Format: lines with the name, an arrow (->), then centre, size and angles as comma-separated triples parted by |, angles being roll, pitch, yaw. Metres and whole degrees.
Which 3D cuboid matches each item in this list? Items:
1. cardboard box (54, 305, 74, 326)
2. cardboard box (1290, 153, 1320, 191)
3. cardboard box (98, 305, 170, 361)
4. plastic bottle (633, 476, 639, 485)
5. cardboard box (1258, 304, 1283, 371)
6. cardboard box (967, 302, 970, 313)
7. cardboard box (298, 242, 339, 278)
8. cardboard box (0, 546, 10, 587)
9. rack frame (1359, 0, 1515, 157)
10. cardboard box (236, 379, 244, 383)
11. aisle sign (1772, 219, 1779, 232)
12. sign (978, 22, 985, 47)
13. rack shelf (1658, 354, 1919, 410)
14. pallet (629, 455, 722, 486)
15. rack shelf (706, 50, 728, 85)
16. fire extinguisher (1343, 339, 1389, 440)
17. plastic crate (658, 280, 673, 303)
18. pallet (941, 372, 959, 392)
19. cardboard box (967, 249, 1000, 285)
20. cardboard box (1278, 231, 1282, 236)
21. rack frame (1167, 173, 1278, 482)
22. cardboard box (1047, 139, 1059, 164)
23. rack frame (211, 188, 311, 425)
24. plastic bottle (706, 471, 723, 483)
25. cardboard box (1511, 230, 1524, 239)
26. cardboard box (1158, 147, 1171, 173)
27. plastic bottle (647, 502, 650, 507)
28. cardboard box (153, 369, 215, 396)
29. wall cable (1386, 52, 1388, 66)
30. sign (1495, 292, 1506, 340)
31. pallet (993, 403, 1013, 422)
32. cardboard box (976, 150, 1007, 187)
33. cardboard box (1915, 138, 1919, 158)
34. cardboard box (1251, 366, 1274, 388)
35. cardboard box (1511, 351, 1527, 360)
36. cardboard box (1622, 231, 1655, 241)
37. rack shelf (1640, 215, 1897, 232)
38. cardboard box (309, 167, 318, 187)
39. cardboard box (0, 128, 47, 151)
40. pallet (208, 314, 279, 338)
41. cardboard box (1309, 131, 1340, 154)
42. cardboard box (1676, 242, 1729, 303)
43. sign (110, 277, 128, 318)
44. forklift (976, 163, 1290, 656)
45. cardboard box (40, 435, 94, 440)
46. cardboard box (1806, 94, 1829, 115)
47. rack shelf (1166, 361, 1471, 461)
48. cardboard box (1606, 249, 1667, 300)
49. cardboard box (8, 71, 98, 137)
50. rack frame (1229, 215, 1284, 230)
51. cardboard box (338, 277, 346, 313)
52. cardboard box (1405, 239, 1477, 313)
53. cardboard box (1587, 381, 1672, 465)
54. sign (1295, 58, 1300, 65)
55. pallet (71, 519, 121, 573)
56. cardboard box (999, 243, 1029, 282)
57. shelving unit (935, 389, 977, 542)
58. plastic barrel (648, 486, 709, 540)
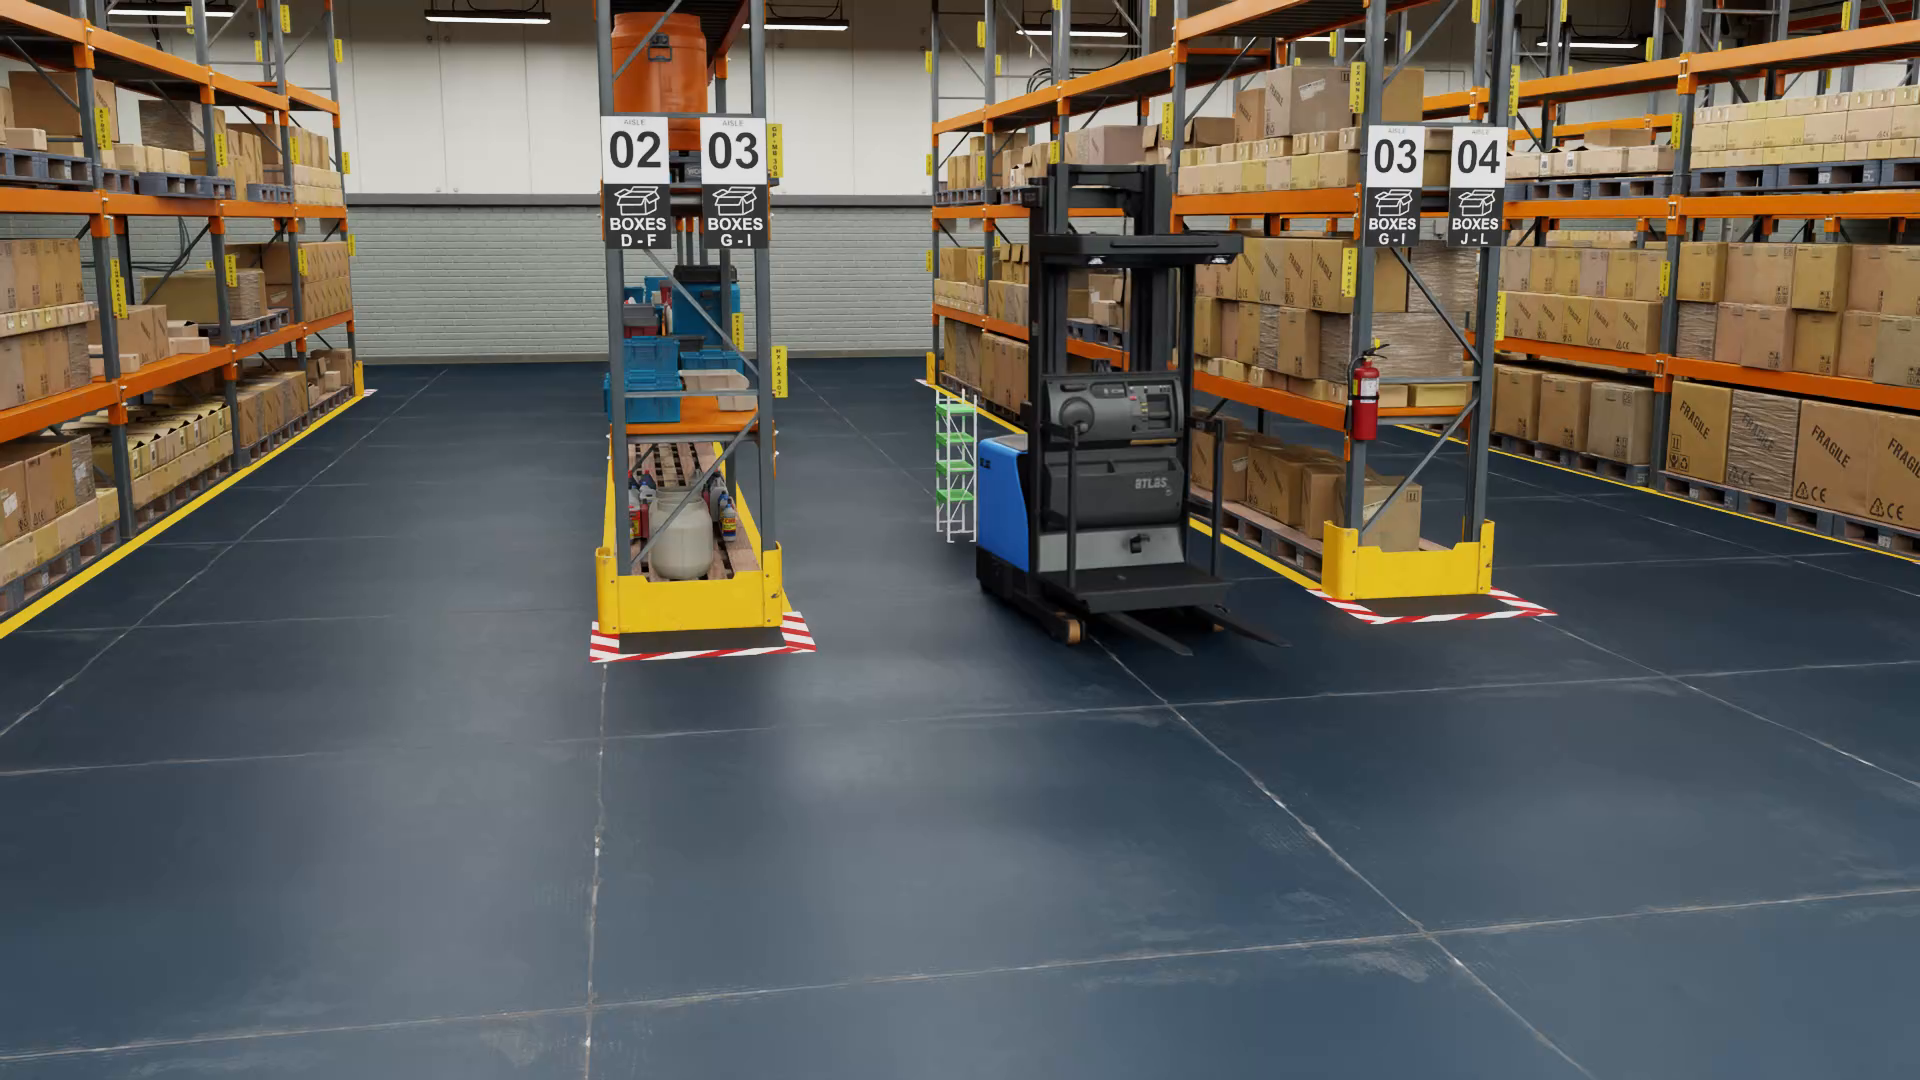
cardboard box -> -6.963, -1.700, 12.605 | 0.380, 0.149, 0.250 | -2, 11, -13
cardboard box -> 2.728, -2.664, 12.052 | 0.500, 0.250, 0.500 | -2, 11, -11
cardboard box -> -7.761, -1.944, 15.618 | 0.500, 0.500, 0.500 | -3, 11, -14
plastic bottle -> -2.744, -0.393, 13.846 | 0.152, 0.276, 0.135 | -2, 11, -9
cardboard box -> 2.821, -1.572, 12.869 | 0.875, 0.500, 0.500 | -2, 11, -11
cardboard box -> 0.306, -3.357, 23.983 | 0.380, 0.149, 0.250 | -2, 11, -10
cardboard box -> -9.098, -3.950, 23.486 | 0.500, 0.500, 0.500 | -2, 11, -9
cardboard box -> -6.534, 0.212, 10.791 | 0.500, 0.250, 0.500 | -2, 11, -11
rack frame -> 3.170, -4.041, 10.861 | 1.000, 3.000, 0.127 | -2, 11, -11
cardboard box -> -8.822, -1.637, 19.781 | 0.500, 0.500, 0.500 | -2, 11, -10
aisle sign -> 14.346, -5.849, 29.451 | 0.394, 0.787, 0.004 | -2, 11, -11
sign -> 0.287, -6.763, 22.240 | 0.100, 0.325, 0.005 | -2, 11, -11
rack shelf -> 7.666, -1.269, 14.267 | 1.077, 0.370, 4.000 | -2, 11, -11
pallet -> -2.897, -0.644, 16.518 | 1.003, 0.211, 1.213 | -2, 11, -11
rack shelf -> -2.855, -4.412, 15.801 | 1.077, 0.370, 4.000 | -2, 11, -11
fire extinguisher -> 2.741, -1.018, 11.231 | 0.296, 0.674, 0.183 | -2, 11, -11
plastic crate -> -3.949, -3.349, 22.935 | 0.402, 0.464, 0.583 | -2, 11, -11
pallet -> 0.291, -2.515, 26.345 | 1.003, 0.211, 1.213 | -2, 11, -11
cardboard box -> 0.392, -3.902, 23.777 | 0.500, 0.500, 0.500 | -2, 11, -10
cardboard box -> 5.057, -4.503, 25.595 | 0.500, 0.500, 0.500 | -2, 11, -13
rack frame -> 2.393, -1.828, 15.276 | 1.000, 3.000, 0.127 | -2, 11, -11
cardboard box -> 1.425, -4.401, 19.375 | 0.797, 0.503, 0.637 | -1, 11, -8
rack frame -> -8.881, -2.935, 21.096 | 1.000, 3.000, 0.127 | -2, 11, -11
plastic bottle -> -2.058, -0.455, 13.971 | 0.144, 0.351, 0.185 | -2, 11, -13
cardboard box -> 9.577, -5.173, 28.174 | 0.380, 0.149, 0.250 | -2, 11, -10
cardboard box -> 2.112, -3.610, 15.856 | 0.396, 0.266, 0.258 | -2, 11, -9
plastic bottle -> -2.450, -0.192, 12.988 | 0.097, 0.201, 0.097 | 0, 11, 0
cardboard box -> -8.531, -1.731, 18.274 | 0.500, 0.250, 0.500 | -2, 11, -9
wall cable -> 8.397, -8.369, 33.599 | 0.463, 3.000, 0.029 | -2, 11, -11
sign -> 3.703, -1.539, 11.445 | 0.100, 0.325, 0.005 | -2, 11, -11
pallet -> 1.061, -1.786, 22.517 | 1.003, 0.211, 1.213 | -2, 11, -11
cardboard box -> 0.625, -5.214, 23.389 | 0.700, 0.500, 0.500 | -3, 11, -14
cardboard box -> 7.559, -3.003, 12.712 | 0.380, 0.149, 0.250 | -2, 11, -10
cardboard box -> 2.518, -1.287, 13.106 | 0.380, 0.149, 0.250 | -2, 11, -11
cardboard box -> 10.006, -3.219, 28.316 | 0.875, 0.438, 0.875 | -3, 11, -13
cardboard box -> 10.185, -4.559, 24.951 | 0.380, 0.149, 0.250 | -2, 11, -12
rack shelf -> 10.946, -4.409, 22.738 | 1.077, 0.370, 4.000 | -2, 11, -11
cardboard box -> -8.917, -4.863, 22.264 | 0.500, 0.250, 0.500 | -2, 11, -11
cardboard box -> -6.823, -2.882, 11.968 | 0.380, 0.149, 0.250 | -2, 11, -11
pallet -> -8.486, -2.464, 19.133 | 1.003, 0.211, 1.213 | -2, 11, -11
cardboard box -> 2.714, -2.827, 11.842 | 0.380, 0.149, 0.250 | -3, 11, -13
cardboard box -> 7.315, -2.525, 15.649 | 0.875, 0.550, 0.550 | -2, 11, -11
sign -> -6.781, -1.953, 13.406 | 0.100, 0.325, 0.005 | -2, 11, -11
forklift -> 1.067, -0.875, 10.453 | 1.130, 2.935, 3.031 | -4, 11, -18
cardboard box -> -7.793, -0.758, 14.388 | 0.500, 0.311, 0.500 | -2, 11, -9
cardboard box -> 7.311, -3.629, 13.865 | 0.380, 0.149, 0.250 | -2, 11, -11
rack shelf -> 2.782, -1.107, 13.416 | 1.077, 0.370, 4.000 | -2, 11, -11
cardboard box -> 7.073, -2.715, 16.996 | 0.700, 0.500, 0.500 | -2, 11, -12
cardboard box -> -7.407, -3.557, 13.613 | 0.500, 0.500, 0.500 | -2, 11, -10
rack frame -> 4.943, -4.190, 27.690 | 1.000, 3.000, 0.127 | -2, 11, -11
cardboard box -> -9.201, -3.551, 24.062 | 0.500, 0.500, 0.500 | -2, 11, -11
cardboard box -> 3.331, -1.891, 11.873 | 0.500, 0.500, 0.500 | -2, 11, -11
cardboard box -> 7.068, -1.201, 16.879 | 1.050, 0.750, 0.750 | -2, 11, -11
sign -> 5.492, -7.691, 27.113 | 0.100, 0.325, 0.005 | -2, 11, -11
pallet -> -7.212, 0.049, 12.873 | 1.003, 0.211, 1.213 | -2, 11, -11
cardboard box -> 0.969, -3.720, 22.268 | 0.797, 0.503, 0.637 | -2, 11, -12
shelving unit -> -0.032, -0.620, 13.744 | 0.258, 1.200, 0.503 | -2, 11, -11
plastic barrel -> -1.988, -0.108, 11.771 | 0.421, 0.512, 0.421 | 0, 11, 0
